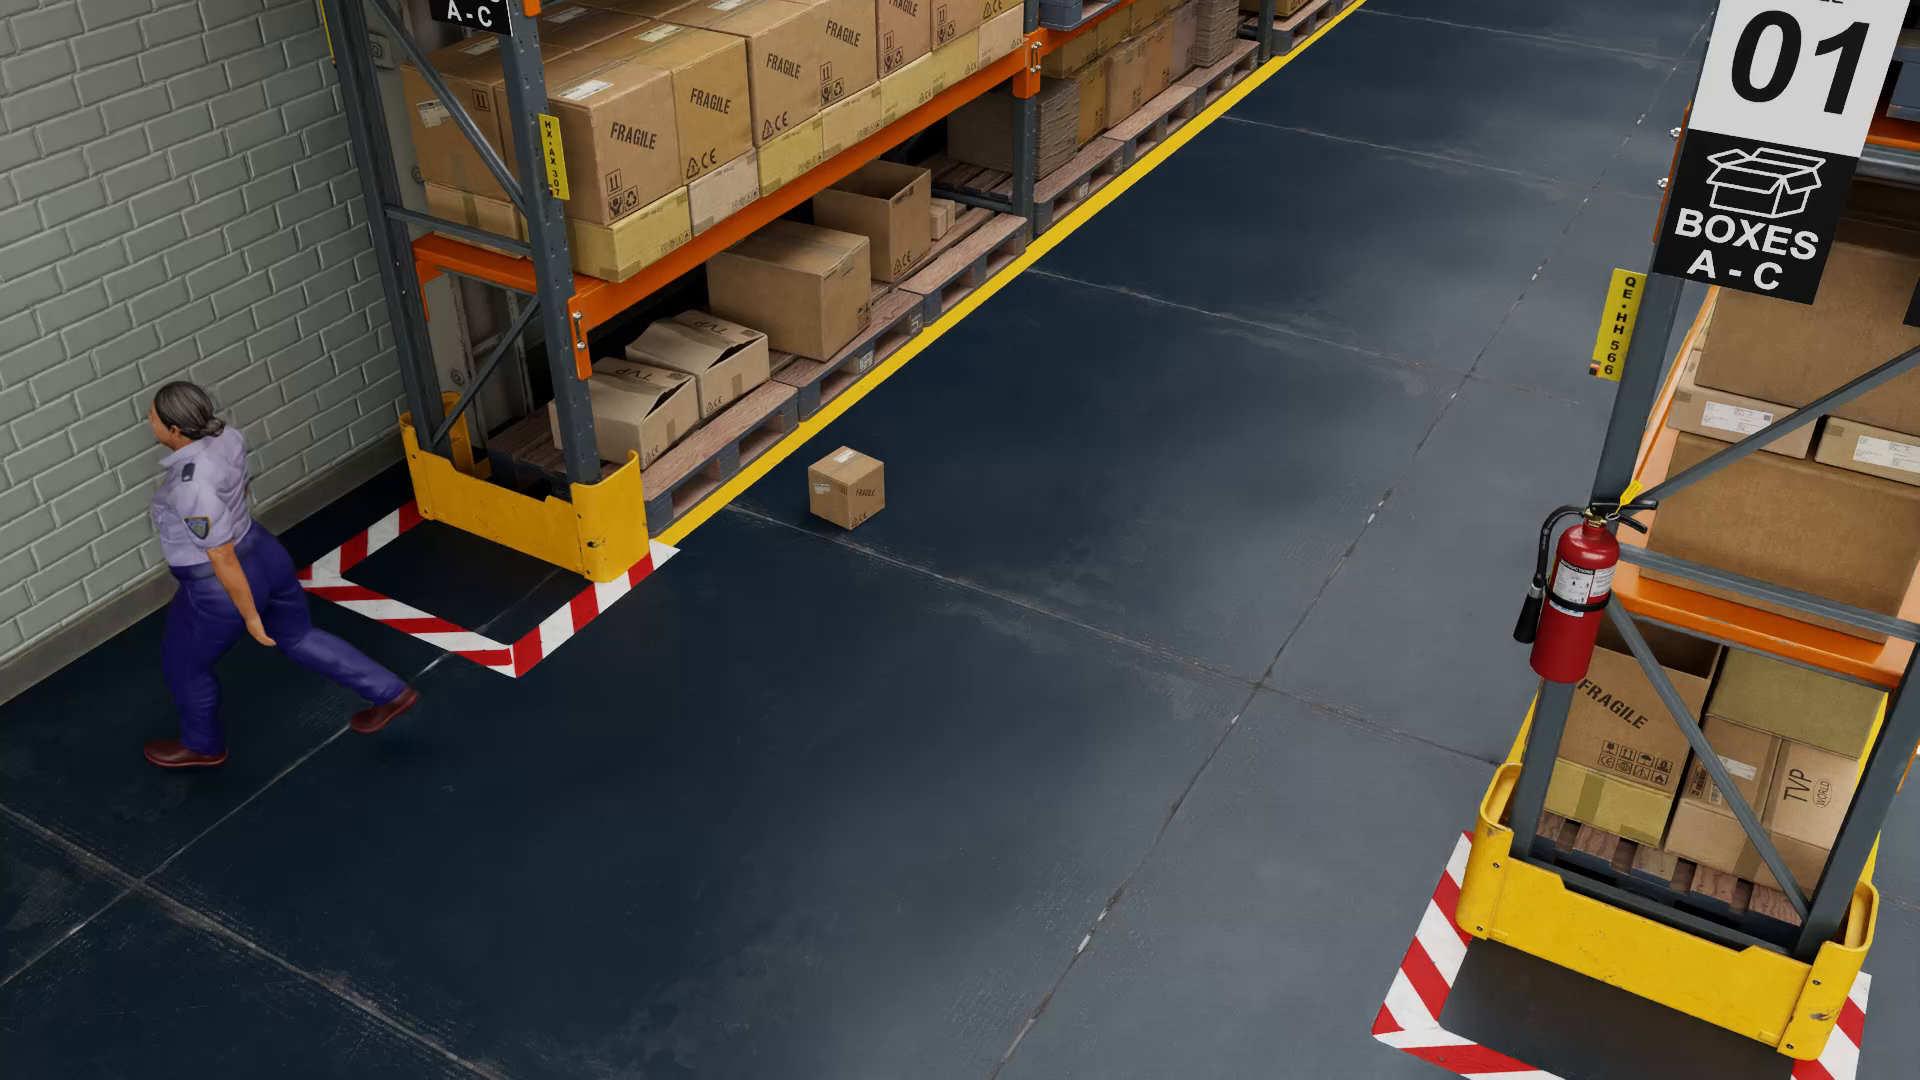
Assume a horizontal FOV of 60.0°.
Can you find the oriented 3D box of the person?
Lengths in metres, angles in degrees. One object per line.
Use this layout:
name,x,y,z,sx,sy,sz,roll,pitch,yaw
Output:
person,-2.578,0.129,5.975,1.005,1.598,0.482,3,34,4
